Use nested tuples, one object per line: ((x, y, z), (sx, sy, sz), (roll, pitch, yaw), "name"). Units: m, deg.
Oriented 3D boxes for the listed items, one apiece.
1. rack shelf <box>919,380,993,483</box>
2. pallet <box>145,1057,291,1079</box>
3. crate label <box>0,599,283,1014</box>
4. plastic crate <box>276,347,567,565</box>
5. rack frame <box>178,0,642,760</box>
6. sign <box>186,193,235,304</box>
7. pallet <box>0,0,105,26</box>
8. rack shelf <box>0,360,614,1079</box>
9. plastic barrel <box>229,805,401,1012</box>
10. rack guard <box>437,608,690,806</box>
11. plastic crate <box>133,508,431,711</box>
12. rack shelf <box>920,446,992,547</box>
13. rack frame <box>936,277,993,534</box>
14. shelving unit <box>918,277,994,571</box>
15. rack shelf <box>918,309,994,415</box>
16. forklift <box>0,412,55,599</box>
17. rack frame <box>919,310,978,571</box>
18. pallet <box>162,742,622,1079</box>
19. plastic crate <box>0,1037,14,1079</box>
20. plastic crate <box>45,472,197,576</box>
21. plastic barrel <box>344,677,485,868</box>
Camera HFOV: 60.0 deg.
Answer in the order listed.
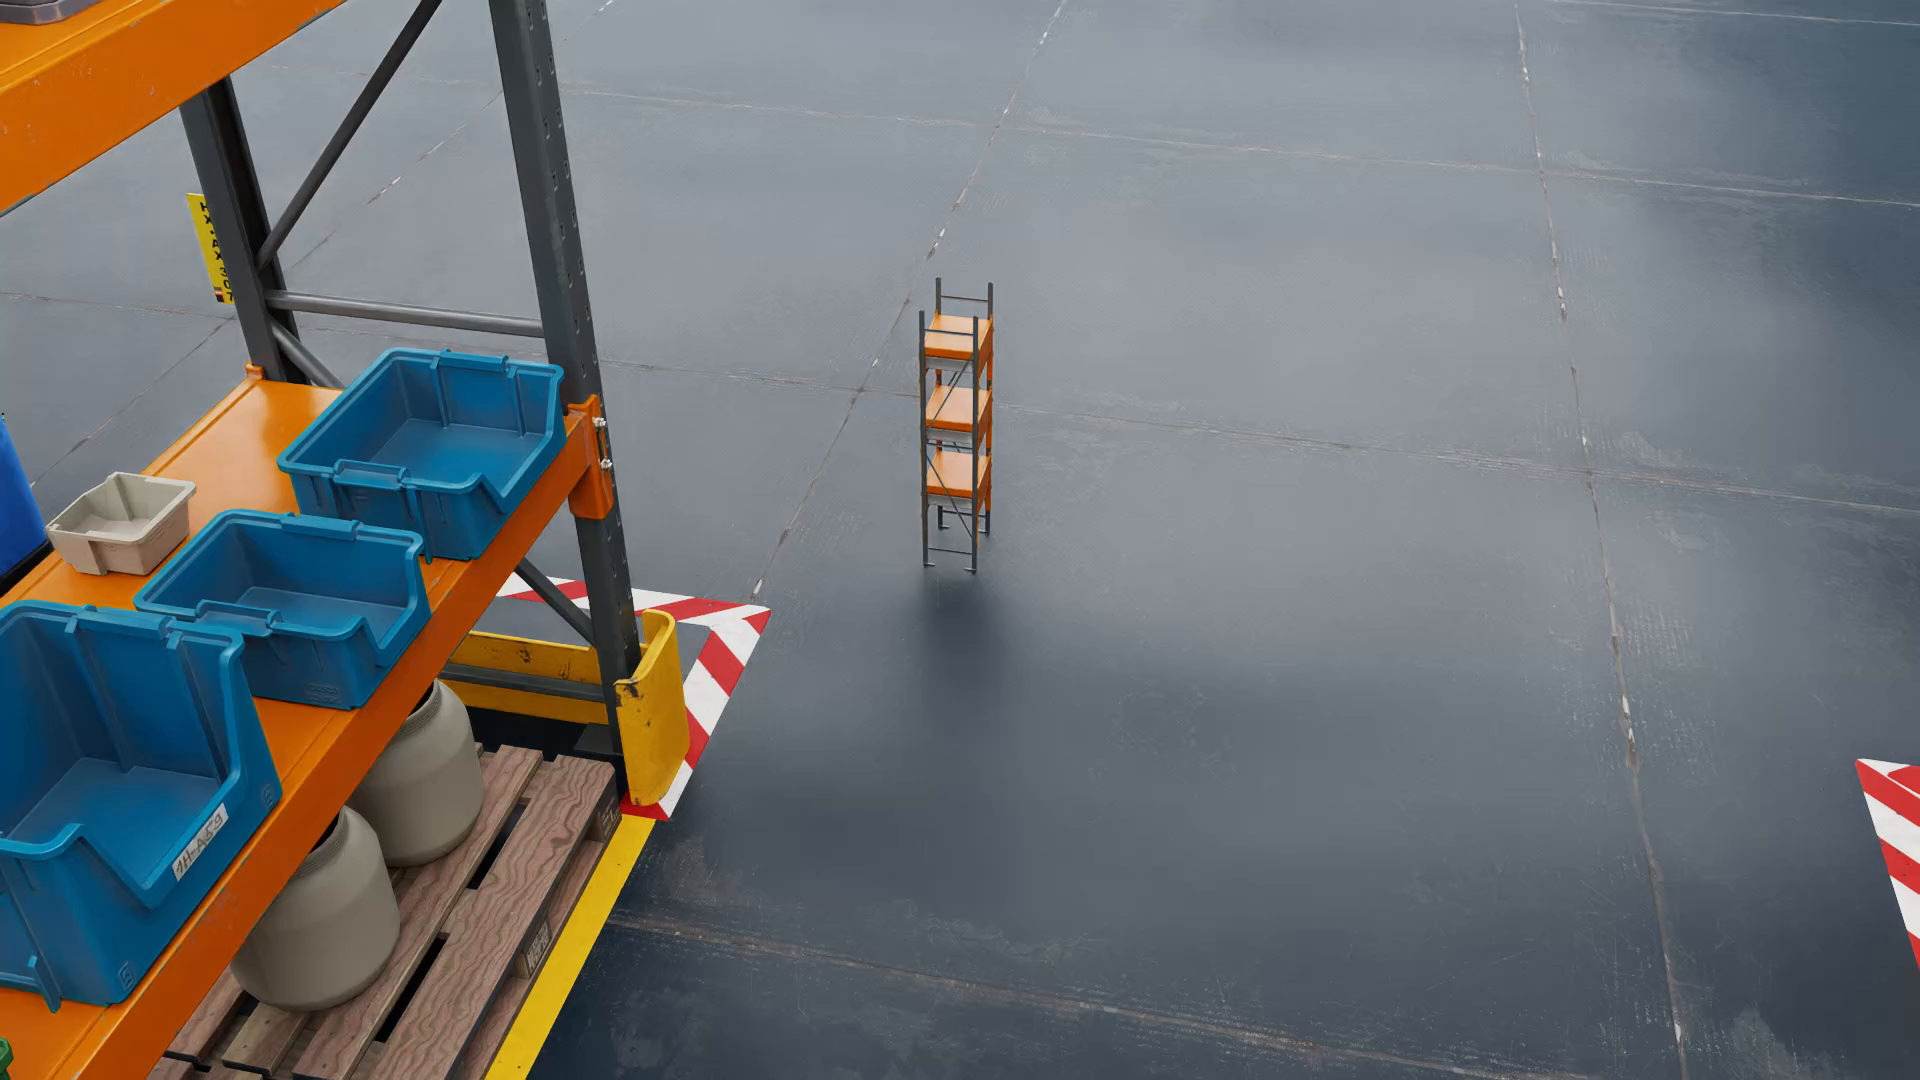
((-0.011, -0.386, 5.906), (0.215, 0.259, 0.240), (7, 37, 10), "rack shelf")
((-1.904, 1.732, 3.680), (1.003, 0.211, 1.213), (7, 37, 10), "pallet")
((-1.621, 0.466, 3.021), (0.502, 0.435, 0.616), (7, 37, 10), "crate label")
((-1.306, -0.224, 4.130), (0.499, 0.251, 0.616), (7, 37, 10), "plastic crate")
((-1.492, -0.609, 4.534), (1.000, 3.000, 0.127), (7, 37, 10), "rack frame")
((-2.028, -0.792, 4.551), (0.100, 0.325, 0.005), (7, 37, 10), "sign")
((-1.764, -1.285, 3.071), (1.003, 0.211, 1.213), (7, 37, 10), "pallet")
((-1.919, 0.829, 3.163), (1.077, 0.370, 4.000), (7, 37, 10), "rack shelf")
((-1.665, 0.903, 4.210), (0.421, 0.512, 0.421), (0, 36, 0), "plastic barrel")
((-1.462, 0.453, 5.199), (1.175, 0.500, 0.348), (7, 37, 10), "rack guard")
((-1.451, 0.148, 3.617), (0.499, 0.251, 0.408), (7, 37, 10), "plastic crate")
((-0.011, -0.161, 6.069), (0.215, 0.259, 0.240), (7, 37, 10), "rack shelf")
((0.015, -0.464, 5.996), (0.200, 1.050, 0.008), (7, 37, 10), "rack frame")
((-0.011, -0.394, 5.900), (0.215, 1.050, 0.252), (7, 37, 10), "shelving unit")
((-0.011, -0.616, 5.739), (0.215, 0.259, 0.240), (7, 37, 10), "rack shelf")
((-4.027, -0.208, 4.040), (1.130, 2.935, 3.031), (10, 37, 13), "forklift")
((-0.038, -0.324, 5.803), (0.200, 1.050, 0.008), (7, 37, 10), "rack frame")
((-1.641, 1.035, 4.642), (1.003, 0.211, 1.213), (7, 37, 10), "pallet")
((-1.780, 1.028, 2.457), (0.450, 0.188, 0.662), (7, 37, 10), "plastic crate")
((-1.997, -0.029, 3.959), (0.298, 0.136, 0.250), (7, 37, 10), "plastic crate")
((-1.558, 0.616, 4.607), (0.421, 0.512, 0.421), (0, 36, 0), "plastic barrel")
